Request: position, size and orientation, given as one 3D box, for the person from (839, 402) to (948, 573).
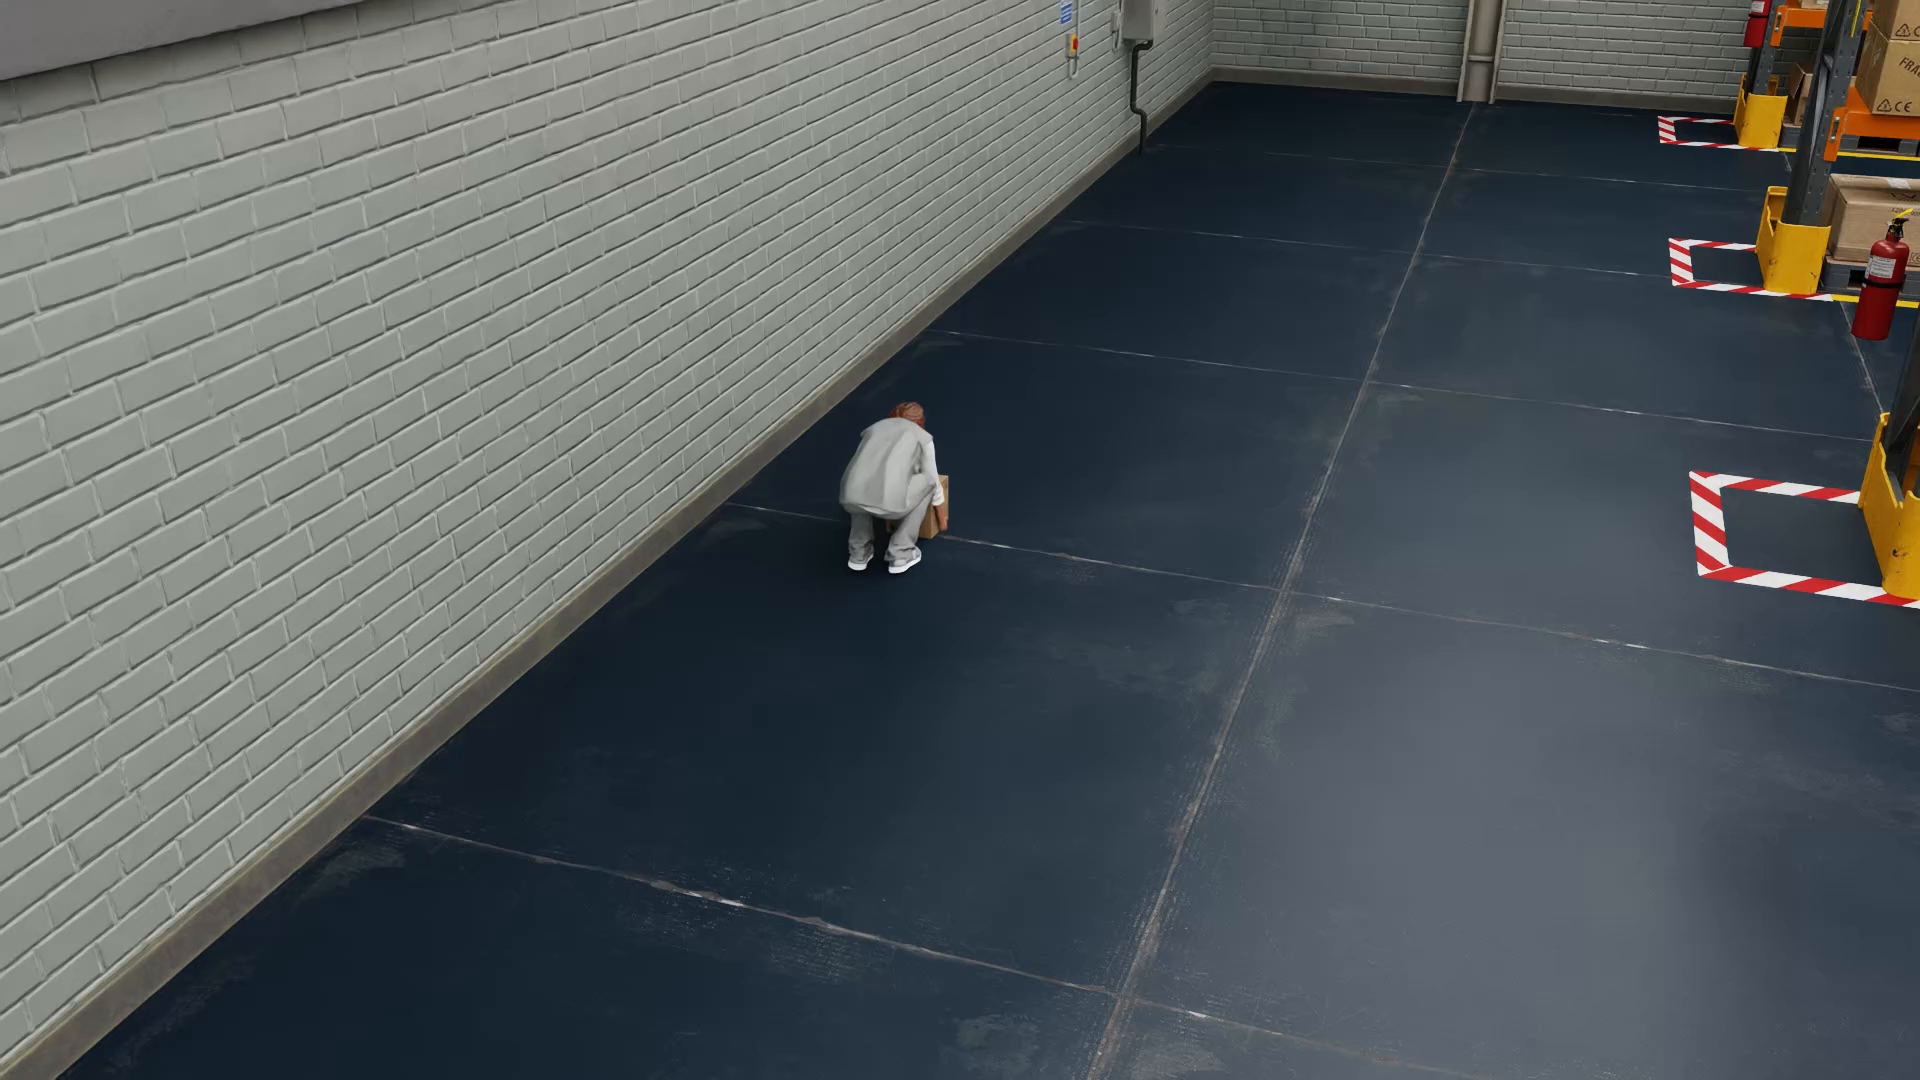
[{"bbox_3d":[-0.333,-0.233,8.160,0.418,0.703,0.859,8,27,16],"label":"person"}]
